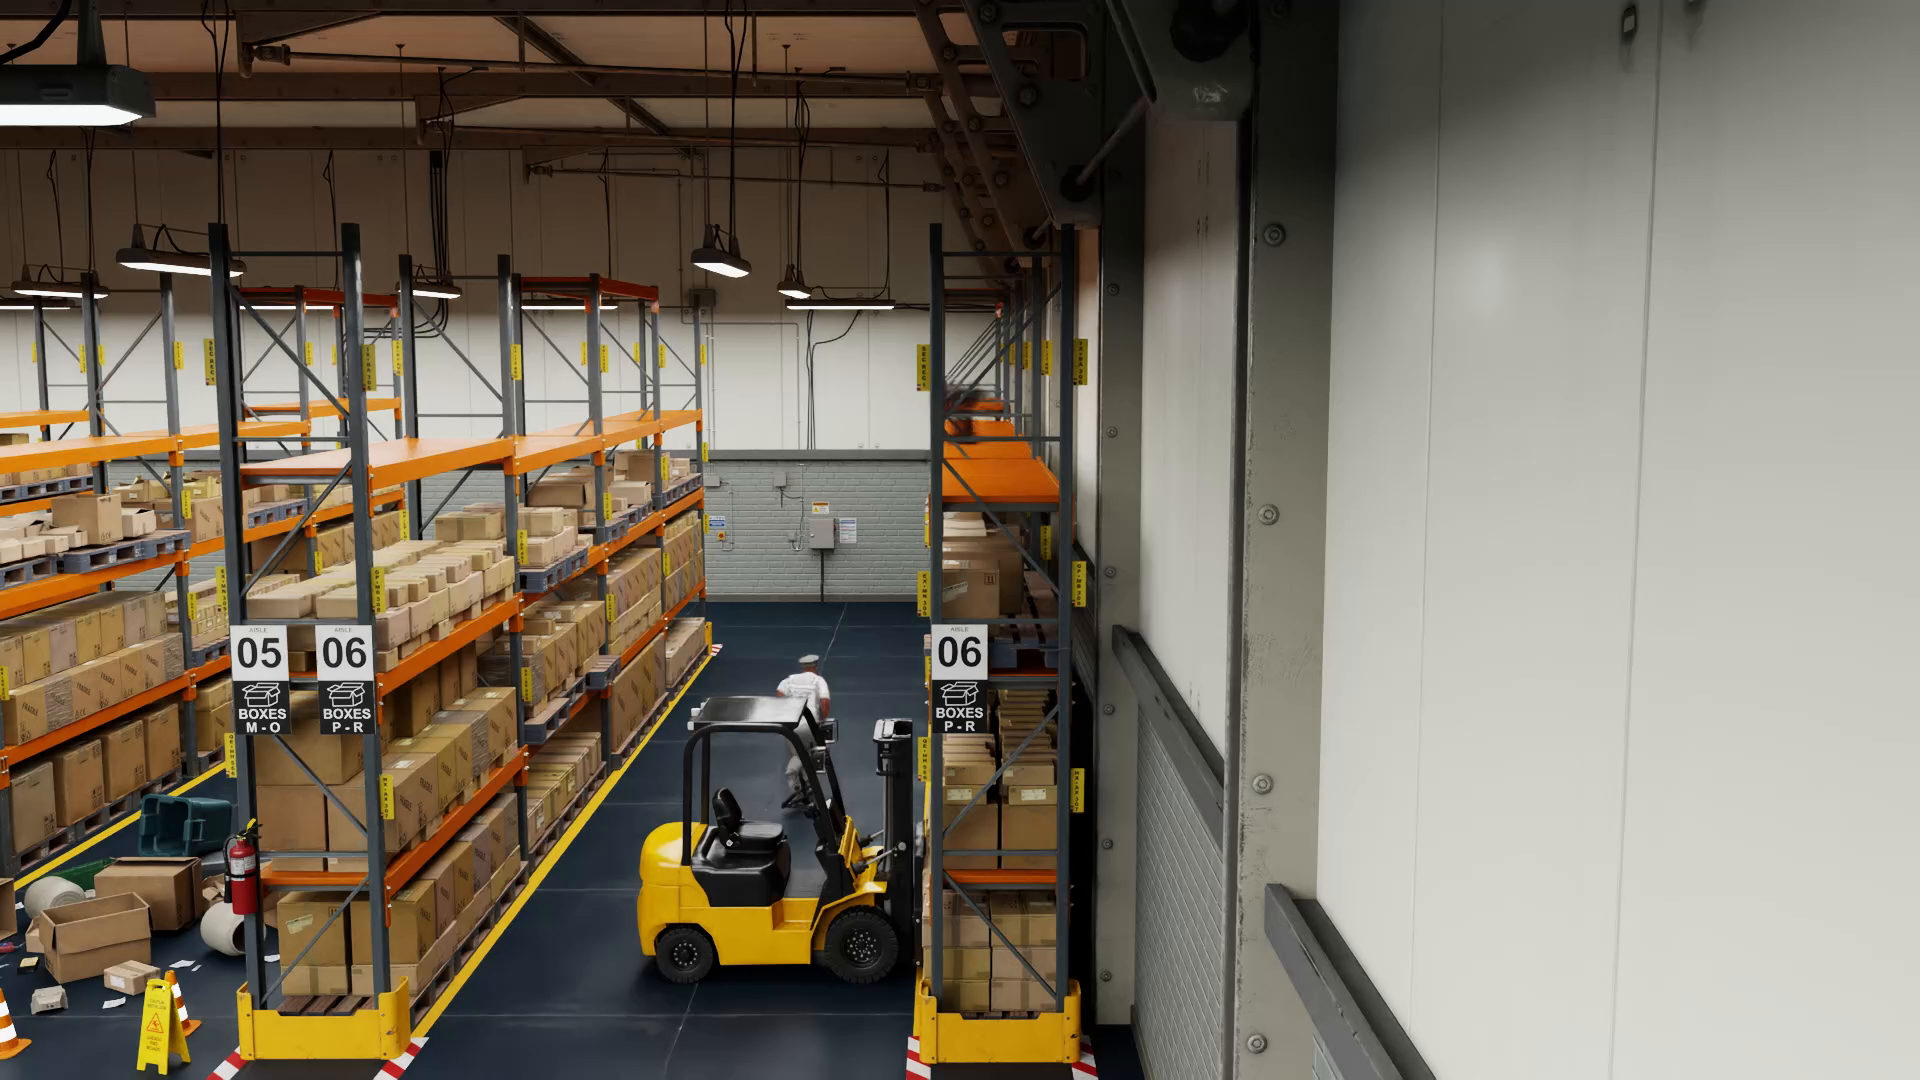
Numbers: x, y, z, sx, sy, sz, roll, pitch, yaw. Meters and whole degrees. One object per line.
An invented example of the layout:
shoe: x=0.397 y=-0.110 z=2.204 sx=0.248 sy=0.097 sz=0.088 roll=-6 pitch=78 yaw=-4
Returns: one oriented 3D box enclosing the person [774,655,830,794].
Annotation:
person: x=-1.847 y=2.171 z=19.190 sx=0.675 sy=1.565 sz=0.927 roll=1 pitch=7 yaw=11
